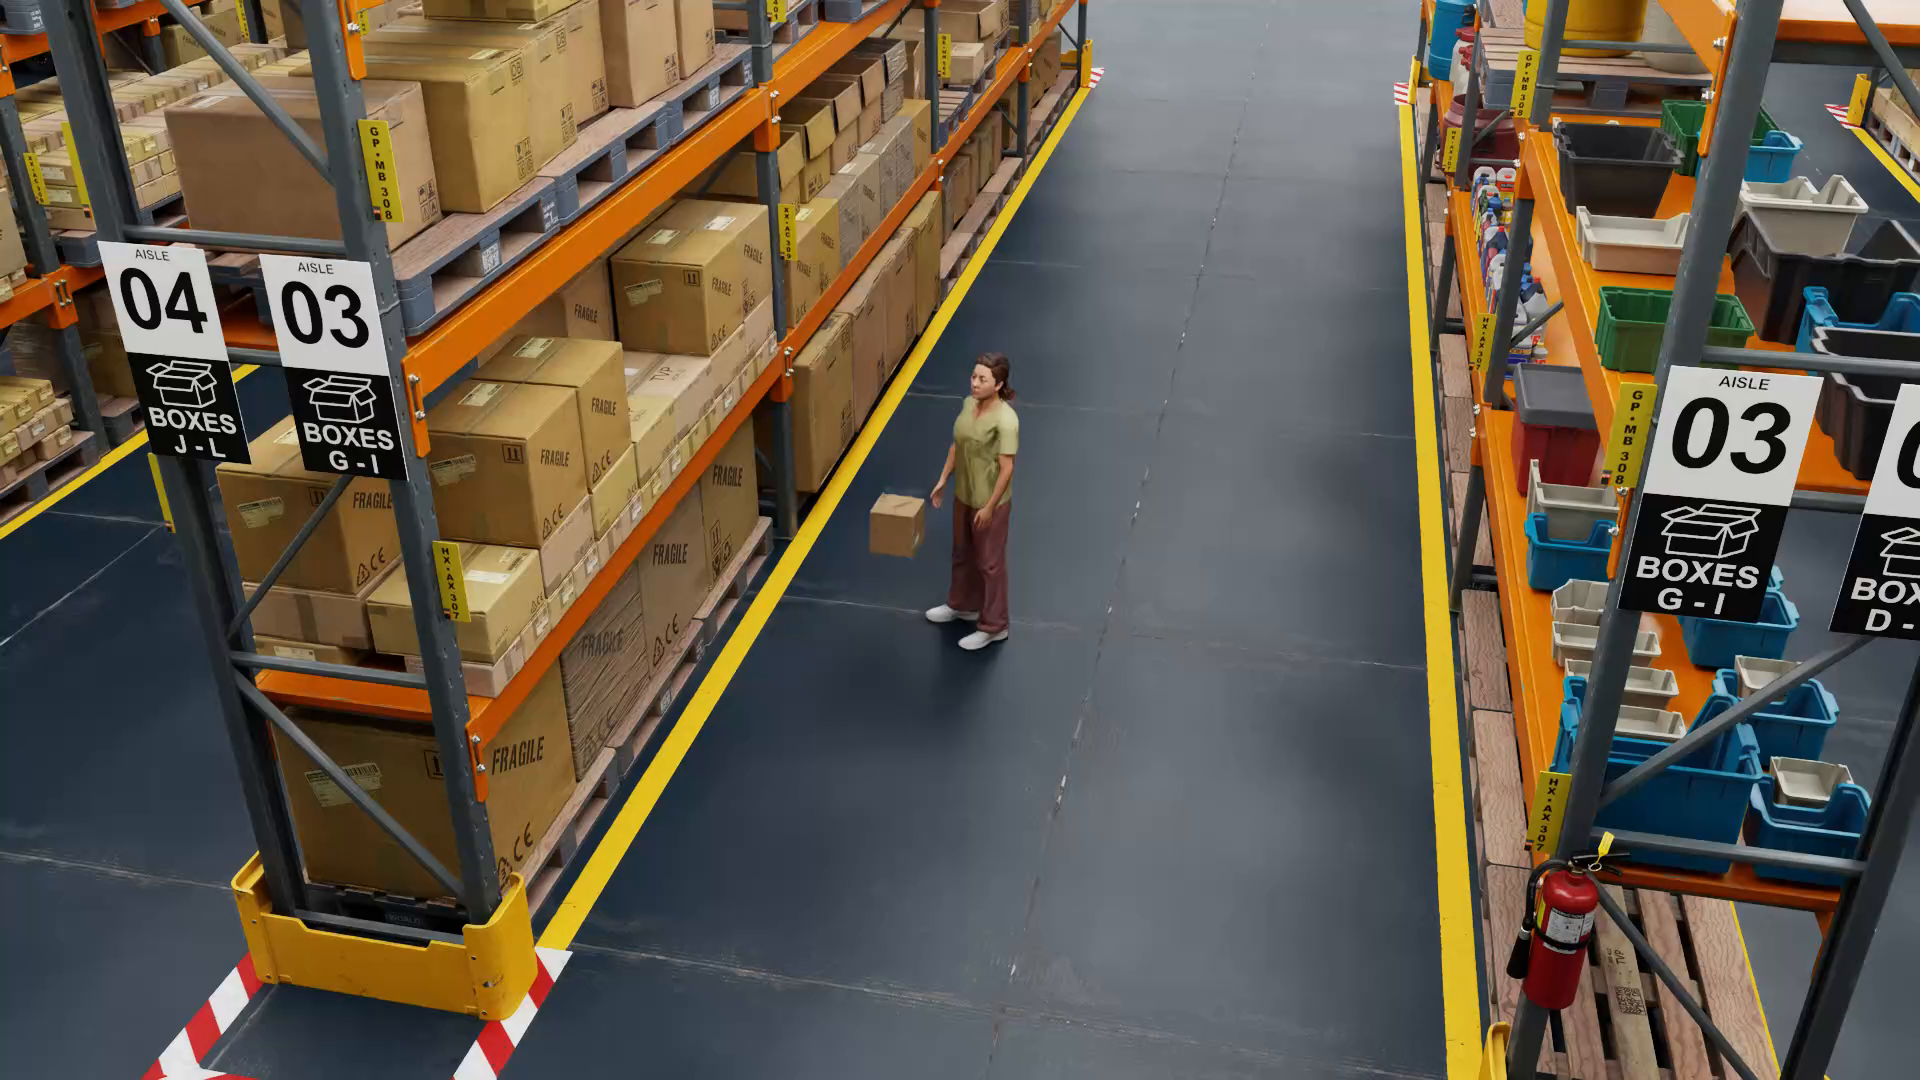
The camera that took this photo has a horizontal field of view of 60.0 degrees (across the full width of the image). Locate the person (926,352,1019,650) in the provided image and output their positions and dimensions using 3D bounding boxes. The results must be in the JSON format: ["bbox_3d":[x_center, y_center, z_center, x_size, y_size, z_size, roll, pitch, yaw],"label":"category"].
[{"bbox_3d":[0.094,-0.229,8.996,0.414,1.680,0.536,-17,33,-28],"label":"person"}]
